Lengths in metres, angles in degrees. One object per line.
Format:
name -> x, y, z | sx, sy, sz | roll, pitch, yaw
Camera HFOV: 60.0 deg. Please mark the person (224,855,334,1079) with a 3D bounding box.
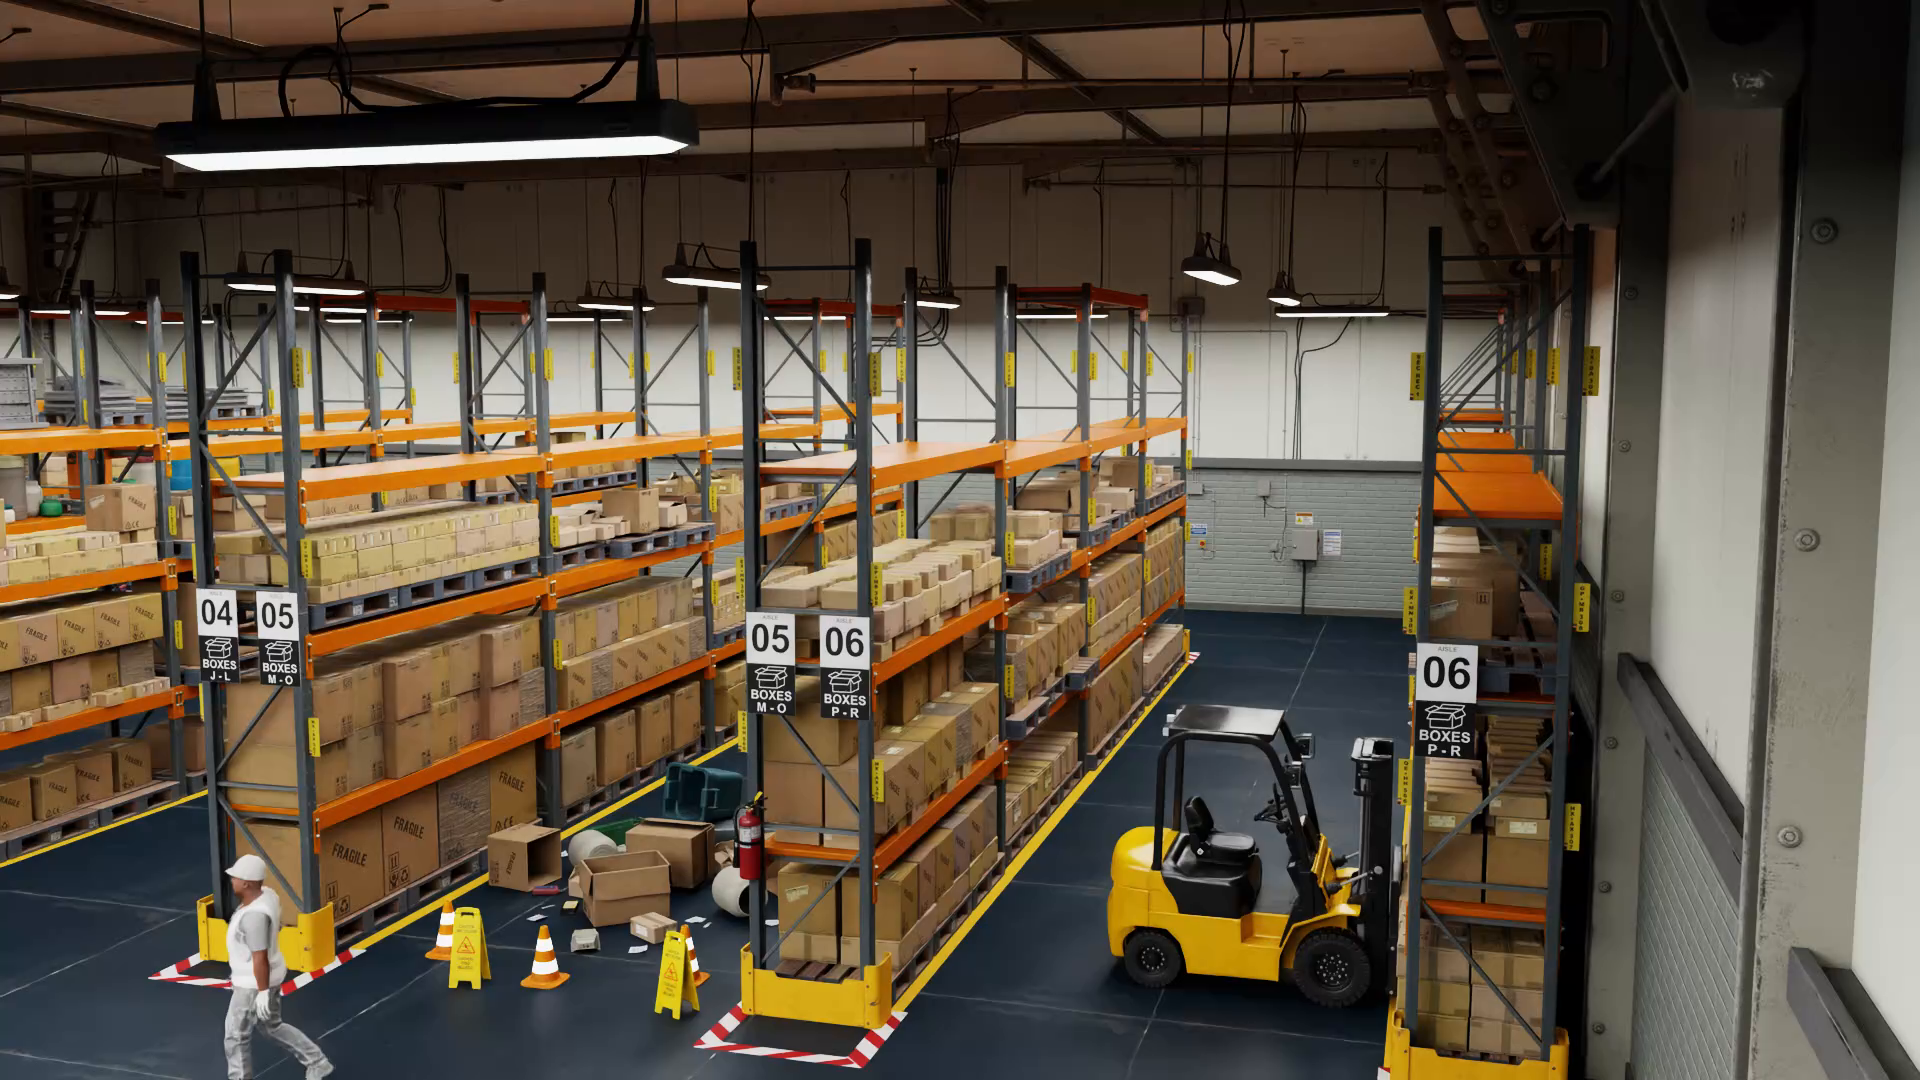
person -> -4.776, 3.015, 11.396 | 0.831, 1.770, 0.551 | -1, 7, -13
